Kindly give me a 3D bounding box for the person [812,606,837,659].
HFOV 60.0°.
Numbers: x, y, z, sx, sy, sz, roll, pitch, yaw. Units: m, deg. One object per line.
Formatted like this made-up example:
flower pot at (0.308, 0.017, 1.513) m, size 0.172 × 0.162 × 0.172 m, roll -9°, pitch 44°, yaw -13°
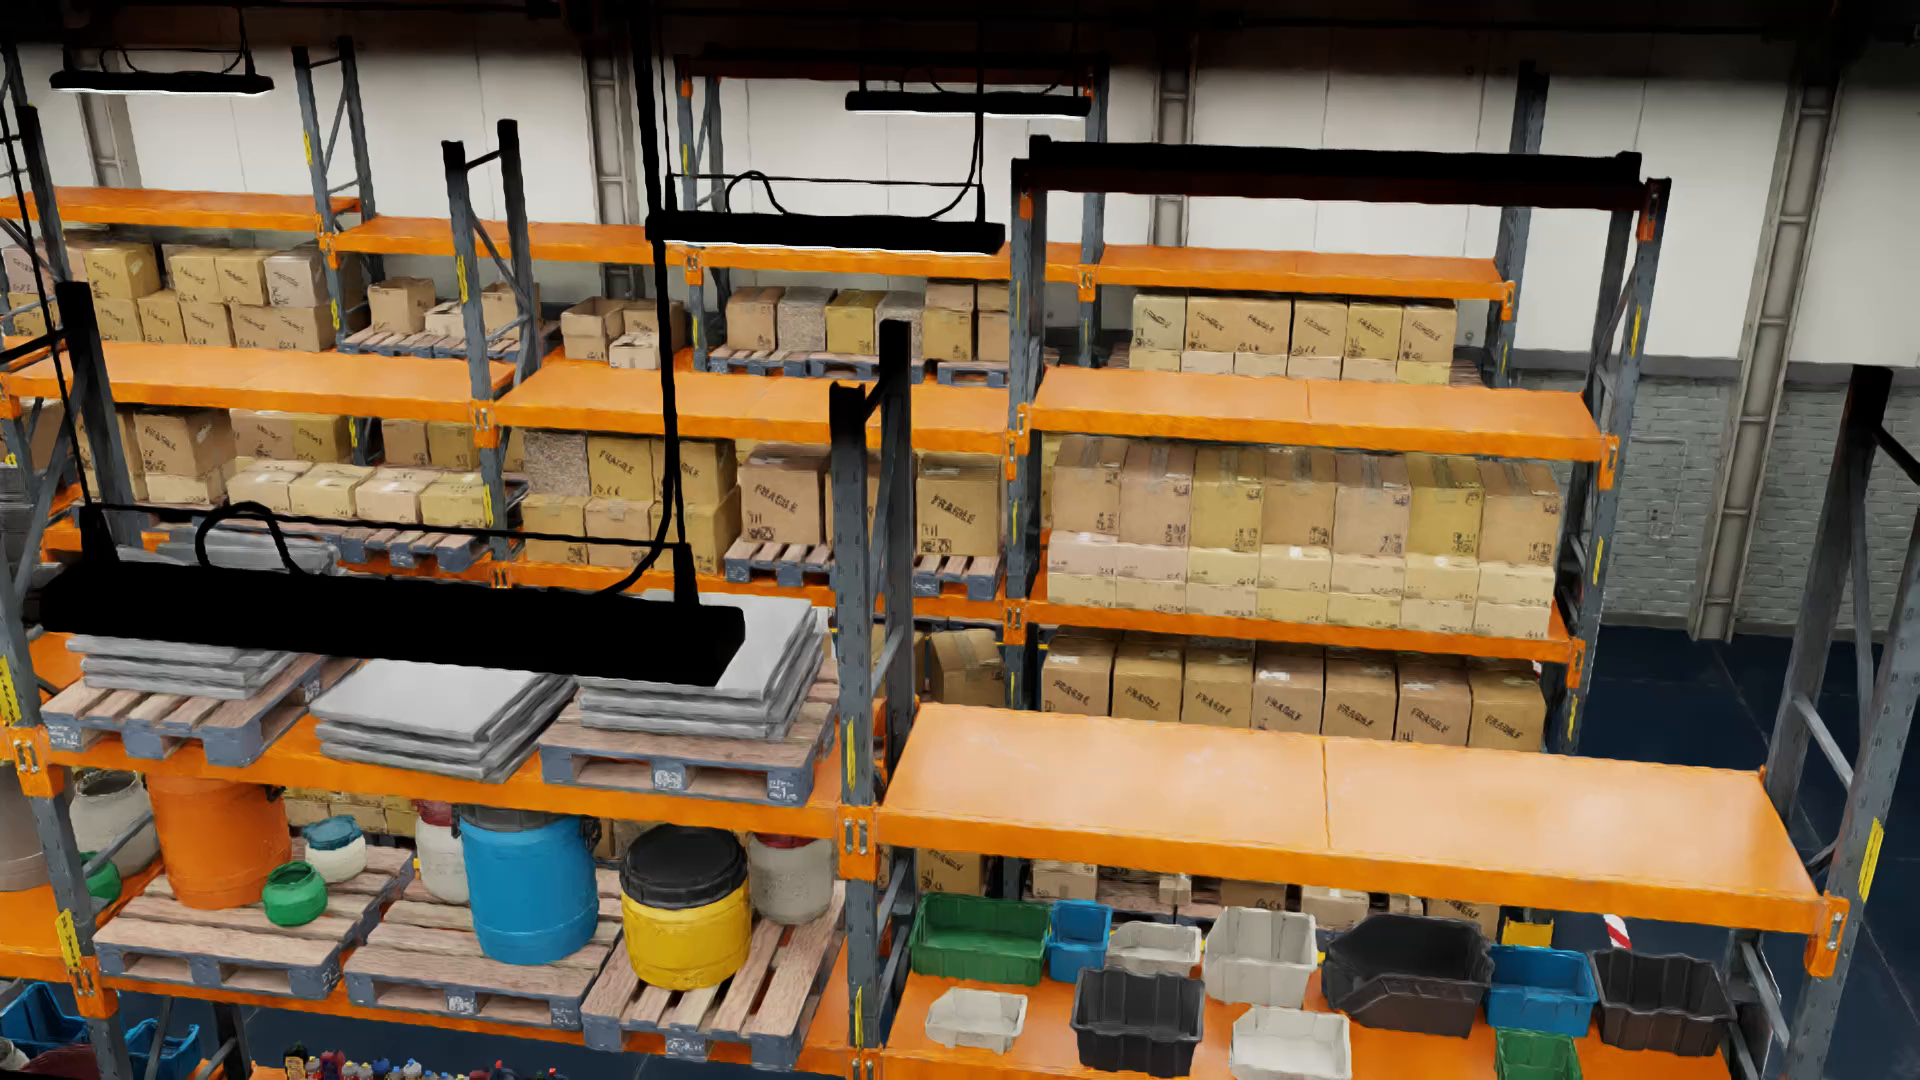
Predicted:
person at (-1.354, 1.114, 15.562) m, size 0.578 × 1.714 × 0.719 m, roll 3°, pitch 23°, yaw 7°
